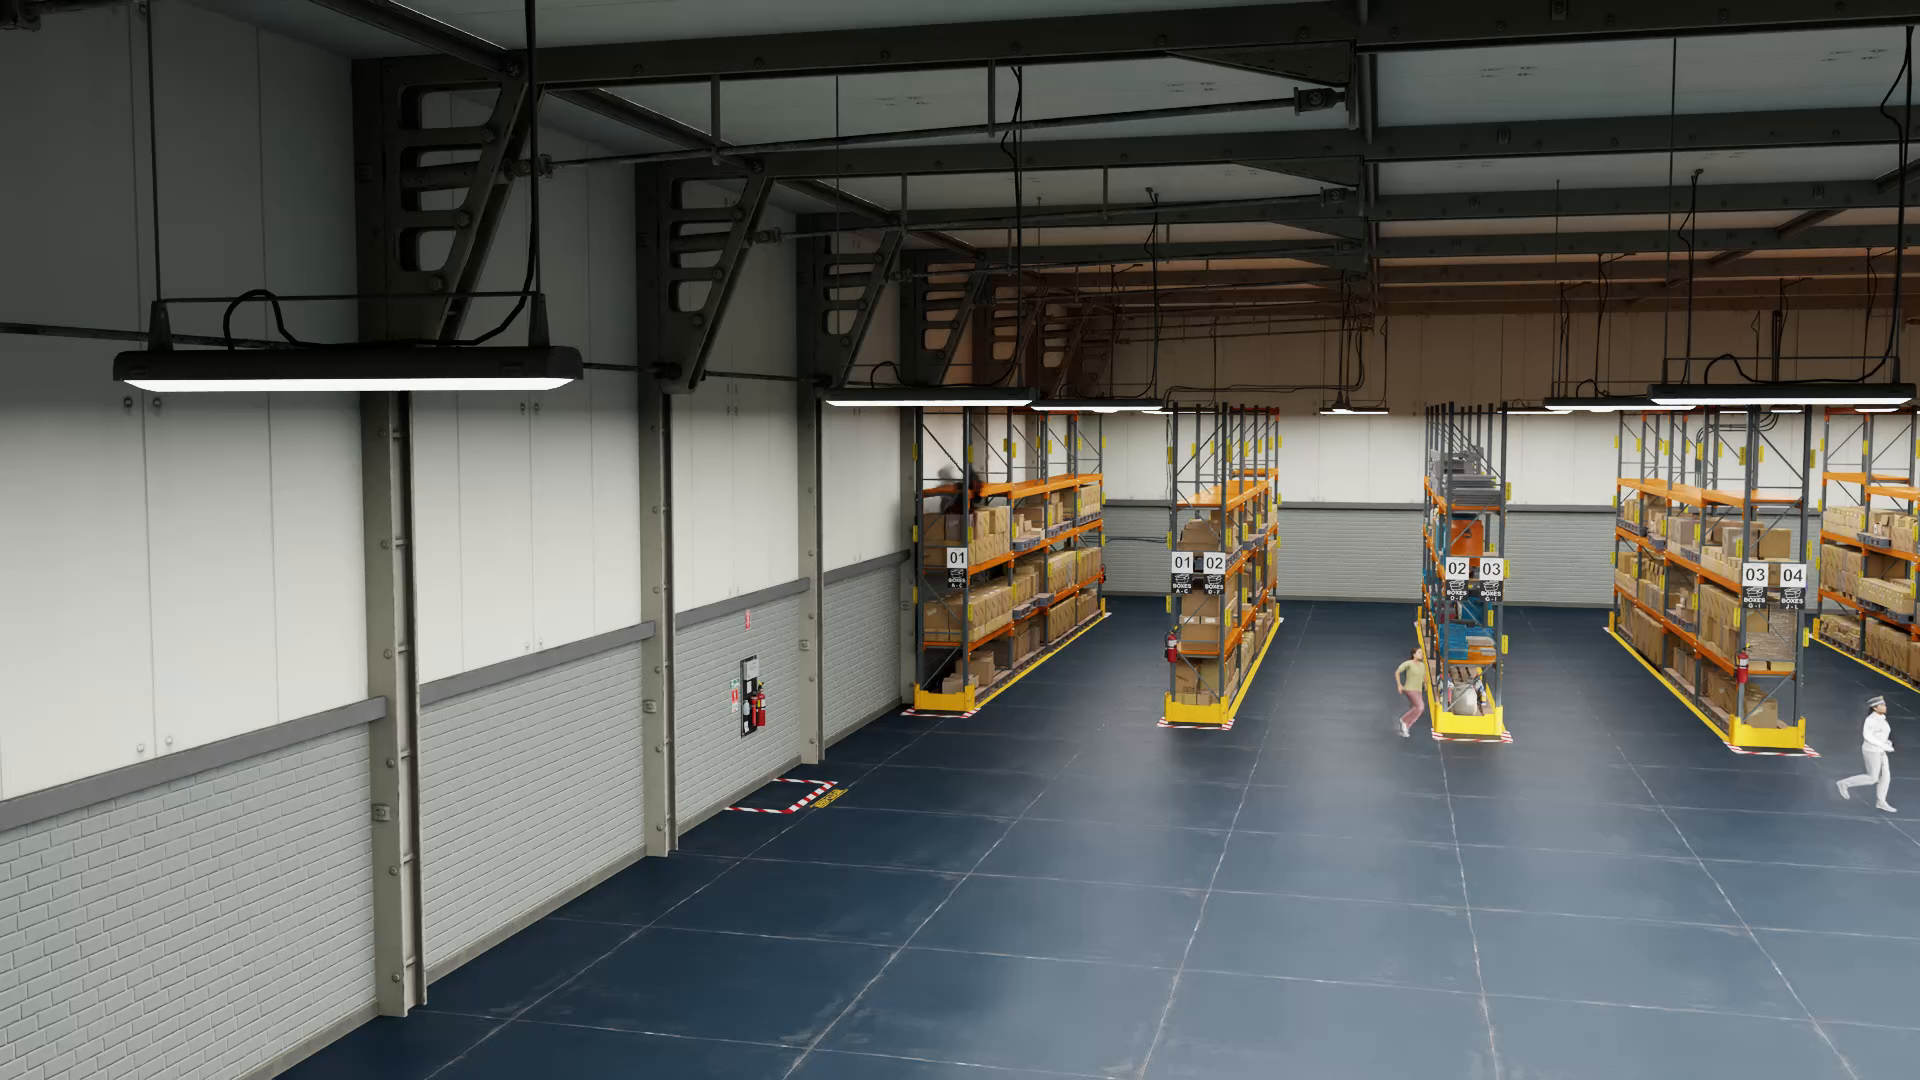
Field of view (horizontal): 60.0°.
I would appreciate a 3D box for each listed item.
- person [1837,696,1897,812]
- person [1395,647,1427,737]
[{"bbox_3d":[13.334,3.100,24.359,0.781,1.695,0.624,4,6,44],"label":"person"},{"bbox_3d":[8.169,2.718,29.747,0.589,1.607,0.551,-2,5,-28],"label":"person"}]
